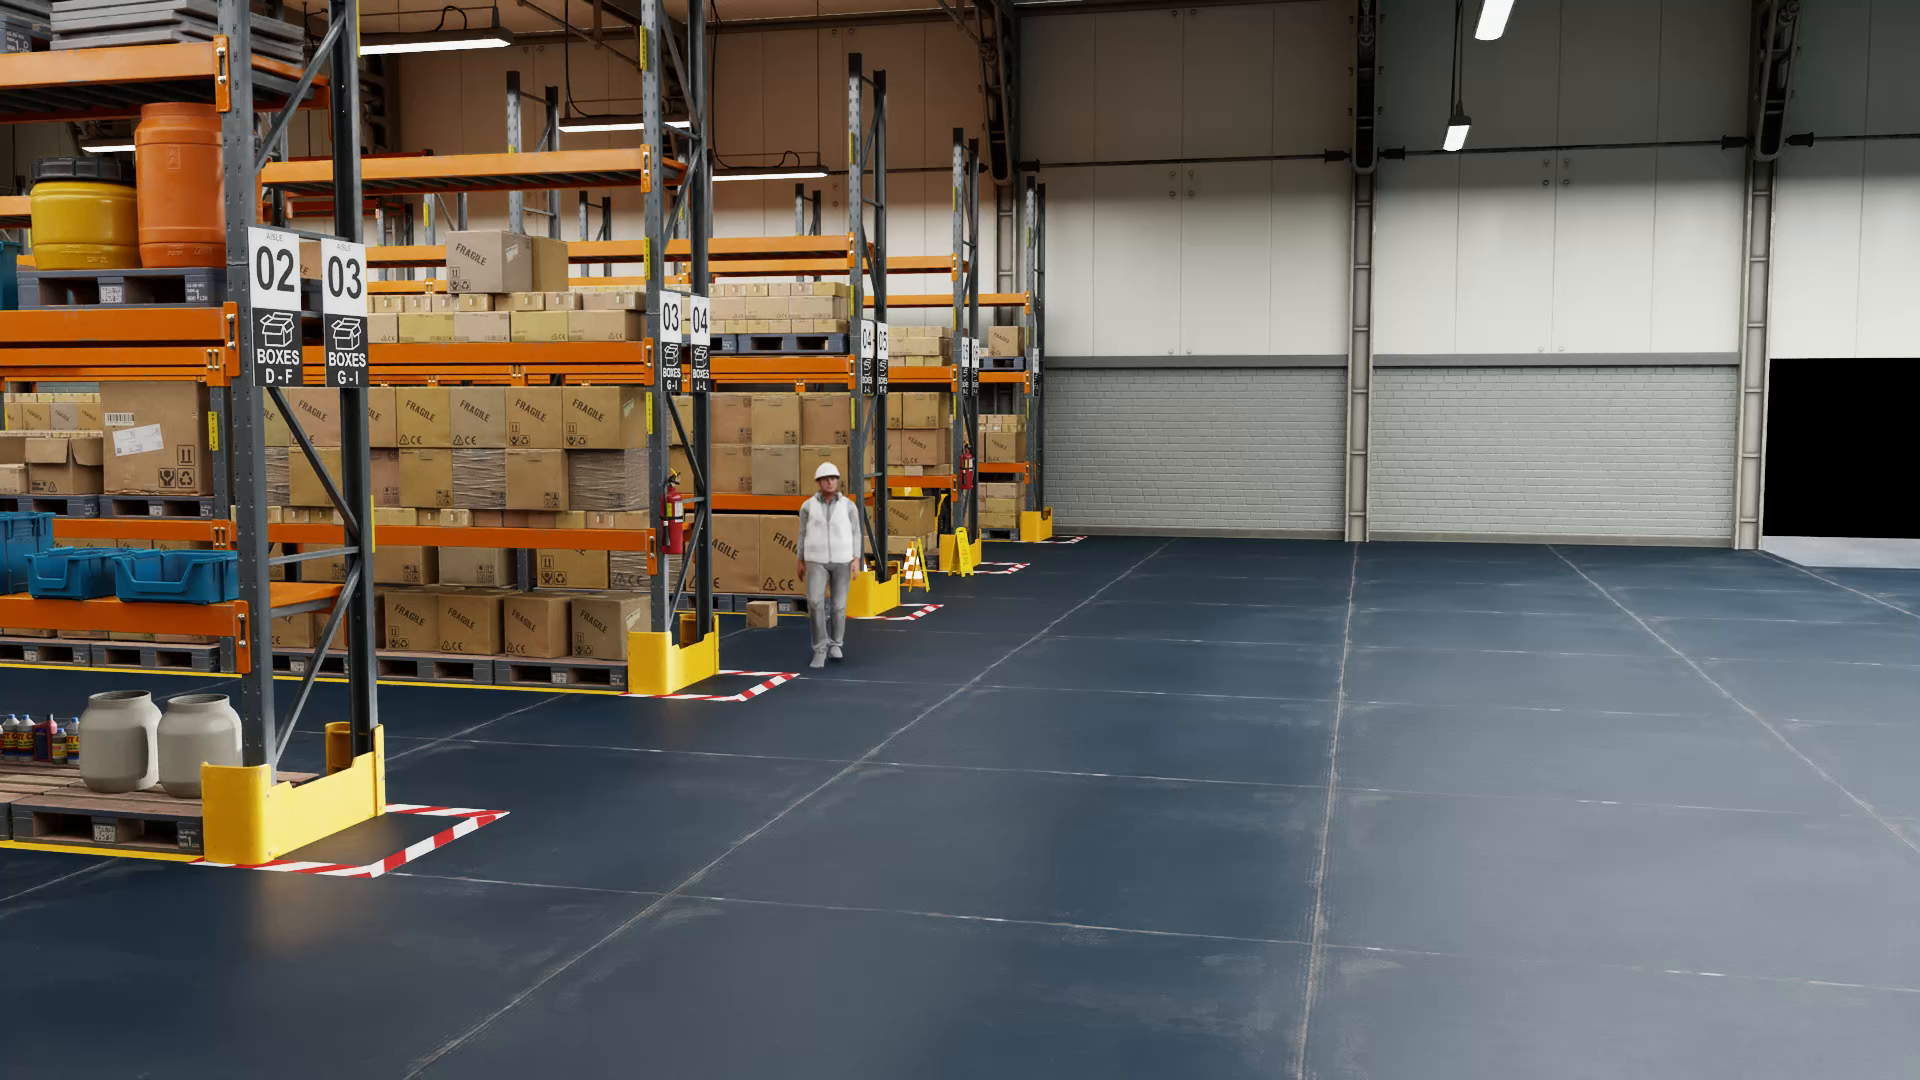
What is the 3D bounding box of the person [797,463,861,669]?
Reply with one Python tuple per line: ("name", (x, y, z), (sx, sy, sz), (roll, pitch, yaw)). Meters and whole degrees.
("person", (-1.156, 0.233, 14.784), (0.570, 1.836, 0.621), (-1, 5, -9))
